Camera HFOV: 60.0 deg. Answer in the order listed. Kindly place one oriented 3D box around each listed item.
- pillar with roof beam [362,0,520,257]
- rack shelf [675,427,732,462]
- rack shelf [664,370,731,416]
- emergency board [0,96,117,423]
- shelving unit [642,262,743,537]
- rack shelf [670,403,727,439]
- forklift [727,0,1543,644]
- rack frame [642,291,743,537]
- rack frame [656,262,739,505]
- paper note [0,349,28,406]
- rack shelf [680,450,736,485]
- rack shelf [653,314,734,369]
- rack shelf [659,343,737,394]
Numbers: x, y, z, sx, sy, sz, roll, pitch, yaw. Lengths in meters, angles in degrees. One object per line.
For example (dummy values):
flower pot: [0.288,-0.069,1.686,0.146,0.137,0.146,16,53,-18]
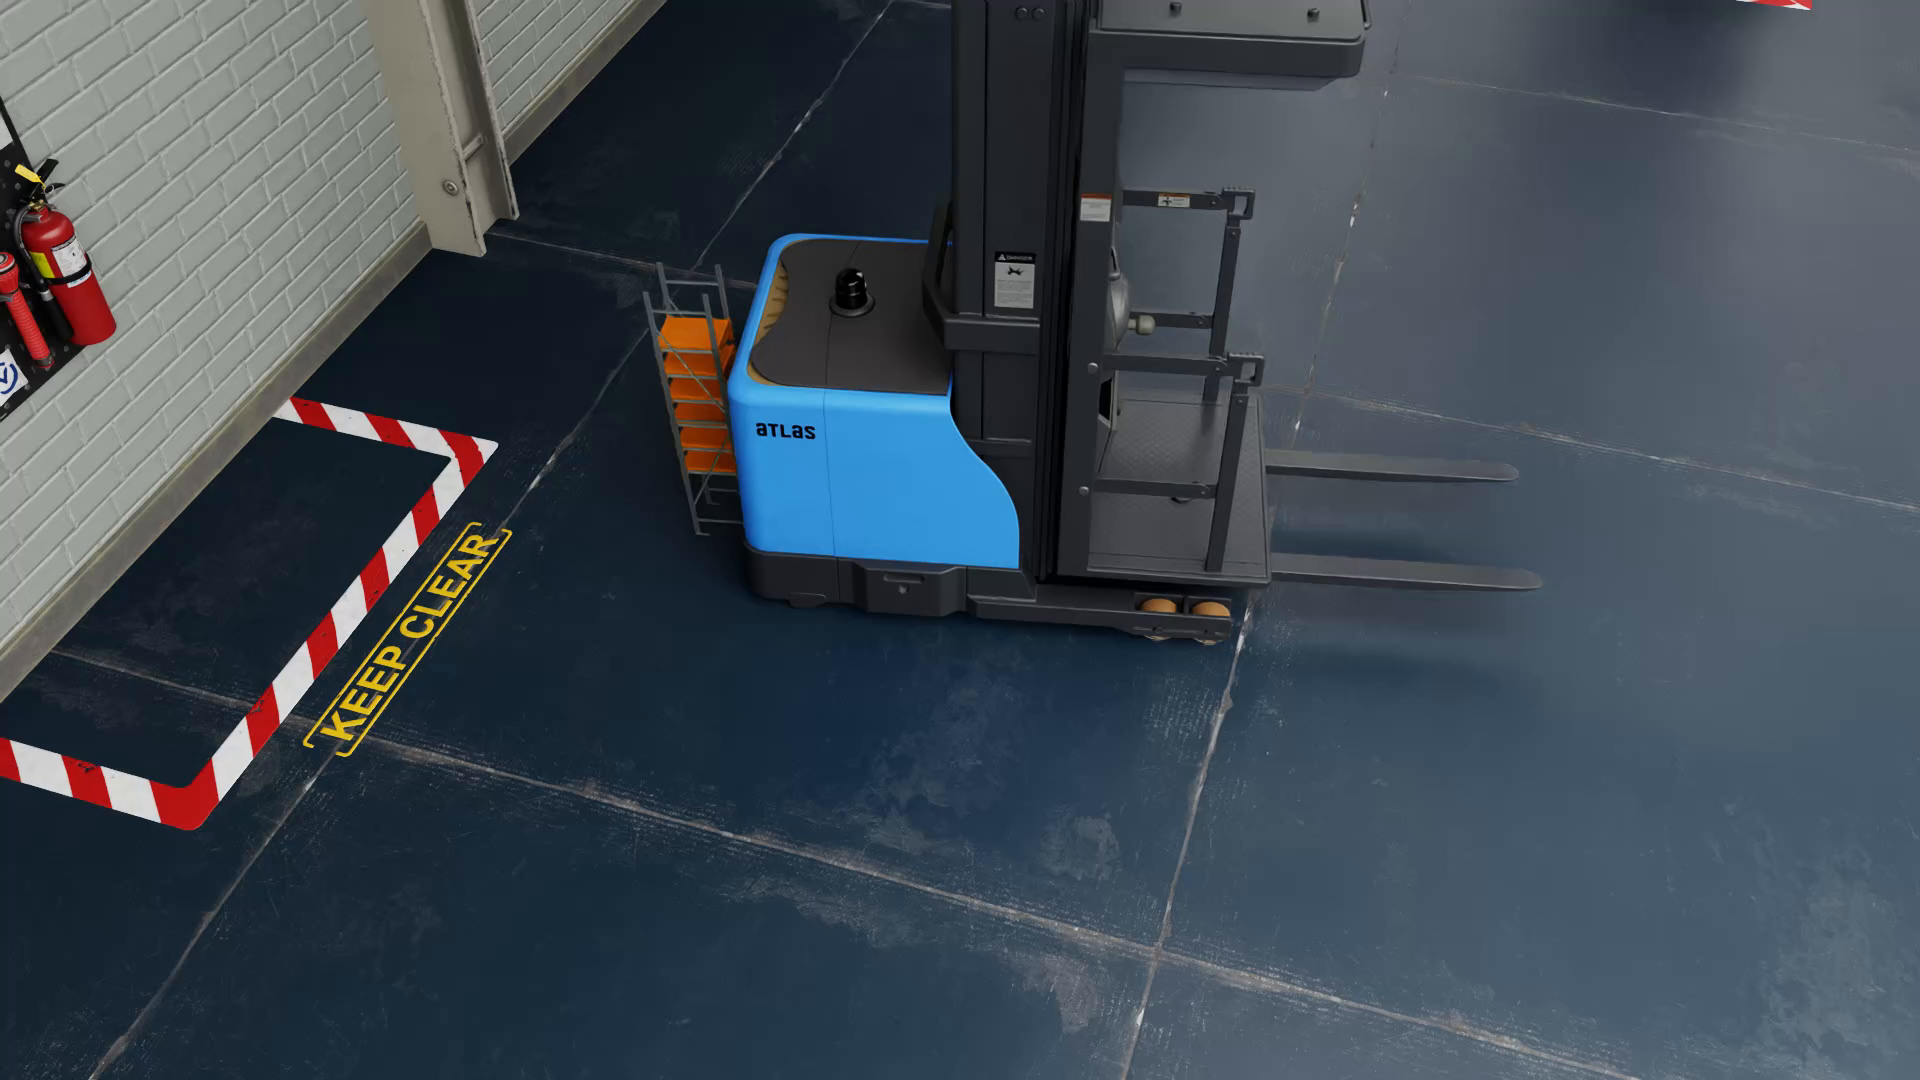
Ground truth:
pillar with roof beam: [1.665,-3.859,4.259,9.100,9.000,0.400,13,46,13]
rack shelf: [-0.965,-0.393,6.520,0.258,0.103,0.180,4,44,8]
rack shelf: [-0.977,-0.566,6.353,0.258,0.103,0.180,4,44,8]
emergency board: [-3.223,-0.987,5.614,0.194,1.169,0.643,13,46,13]
shelving unit: [-0.973,-0.512,6.406,0.258,1.200,0.189,4,44,8]
rack shelf: [-0.971,-0.480,6.436,0.258,0.103,0.180,4,44,8]
forklift: [0.717,-1.044,5.721,3.031,2.935,1.130,4,45,4]
rack frame: [-0.986,-0.448,6.341,0.240,1.200,0.006,4,44,8]
rack frame: [-0.960,-0.575,6.470,0.240,1.200,0.006,4,44,8]
paper note: [-3.342,-0.569,5.817,0.016,0.148,0.142,13,46,13]
rack shelf: [-0.959,-0.307,6.603,0.258,0.103,0.180,4,44,8]
rack shelf: [-0.989,-0.739,6.187,0.258,0.103,0.180,4,44,8]
rack shelf: [-0.983,-0.652,6.270,0.258,0.103,0.180,4,44,8]
